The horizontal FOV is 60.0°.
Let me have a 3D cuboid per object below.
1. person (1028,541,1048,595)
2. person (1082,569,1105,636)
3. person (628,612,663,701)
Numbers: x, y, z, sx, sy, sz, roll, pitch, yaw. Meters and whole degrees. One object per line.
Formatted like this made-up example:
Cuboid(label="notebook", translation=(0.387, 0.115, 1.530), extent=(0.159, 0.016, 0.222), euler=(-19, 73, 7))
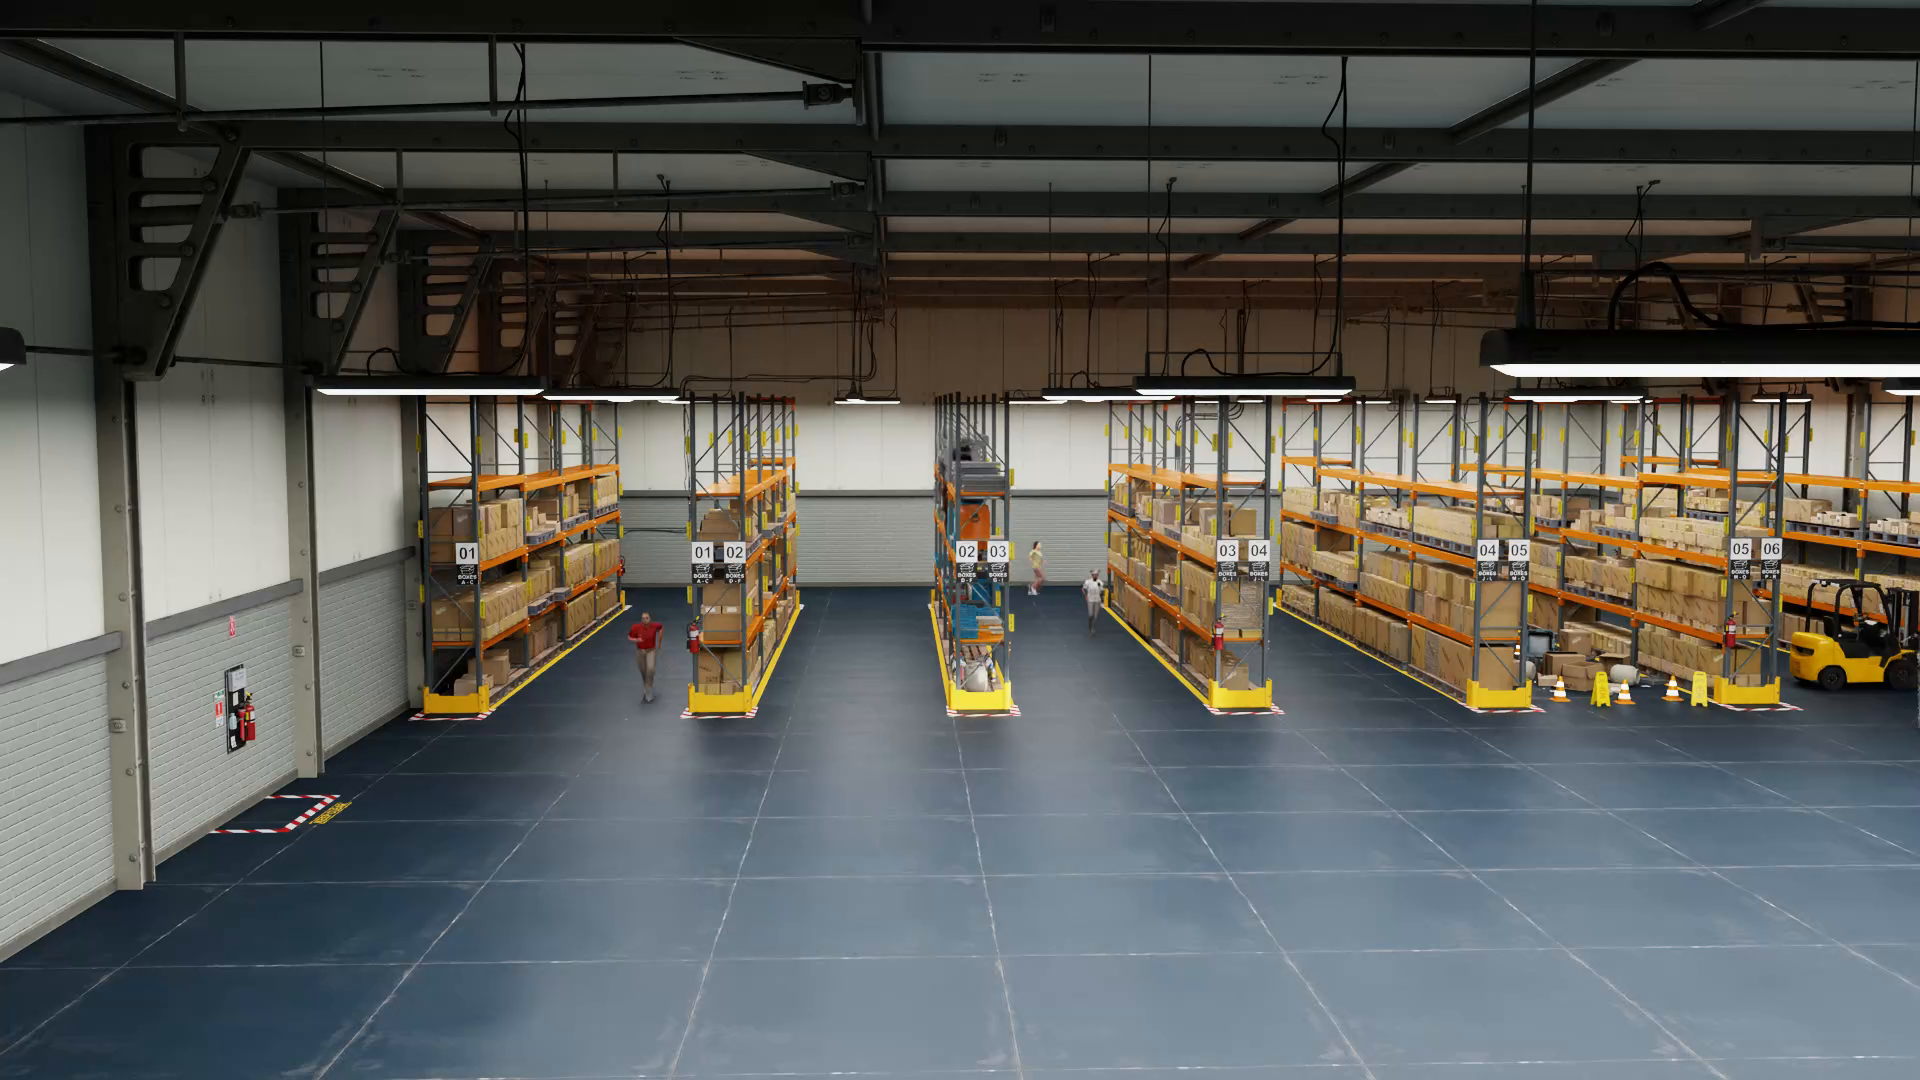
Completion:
Cuboid(label="person", translation=(2.361, 0.854, 50.427), extent=(0.598, 1.635, 0.554), euler=(2, 5, 22))
Cuboid(label="person", translation=(3.347, 1.564, 41.531), extent=(0.546, 1.706, 0.683), euler=(0, 5, -6))
Cuboid(label="person", translation=(-6.187, 2.268, 32.795), extent=(0.657, 1.754, 0.989), euler=(0, 5, -5))
